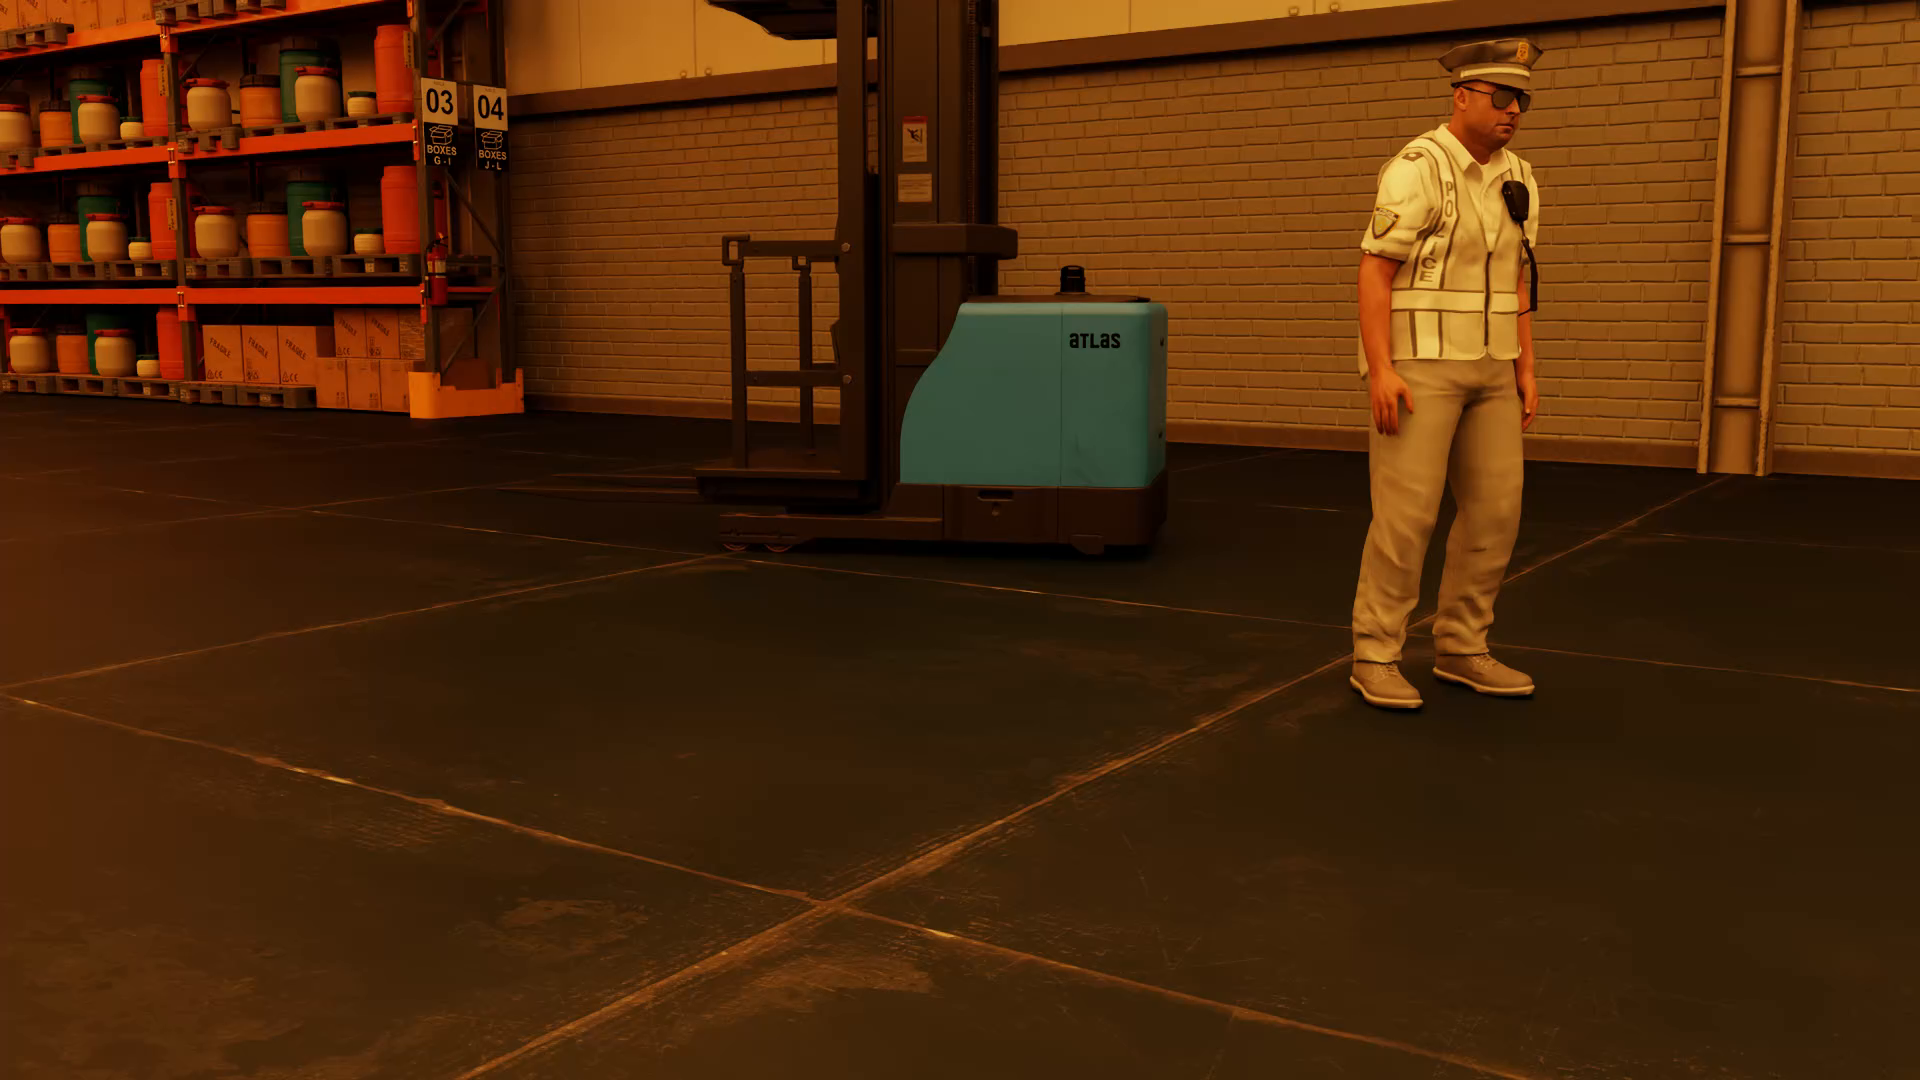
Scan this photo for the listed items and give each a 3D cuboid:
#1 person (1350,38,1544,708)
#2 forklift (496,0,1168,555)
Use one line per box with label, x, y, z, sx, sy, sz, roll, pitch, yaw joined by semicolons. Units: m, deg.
person;1.329;-0.449;4.547;0.600;1.747;0.443;-4;9;-26
forklift;-0.596;-1.469;7.520;3.031;2.935;1.130;2;8;12
